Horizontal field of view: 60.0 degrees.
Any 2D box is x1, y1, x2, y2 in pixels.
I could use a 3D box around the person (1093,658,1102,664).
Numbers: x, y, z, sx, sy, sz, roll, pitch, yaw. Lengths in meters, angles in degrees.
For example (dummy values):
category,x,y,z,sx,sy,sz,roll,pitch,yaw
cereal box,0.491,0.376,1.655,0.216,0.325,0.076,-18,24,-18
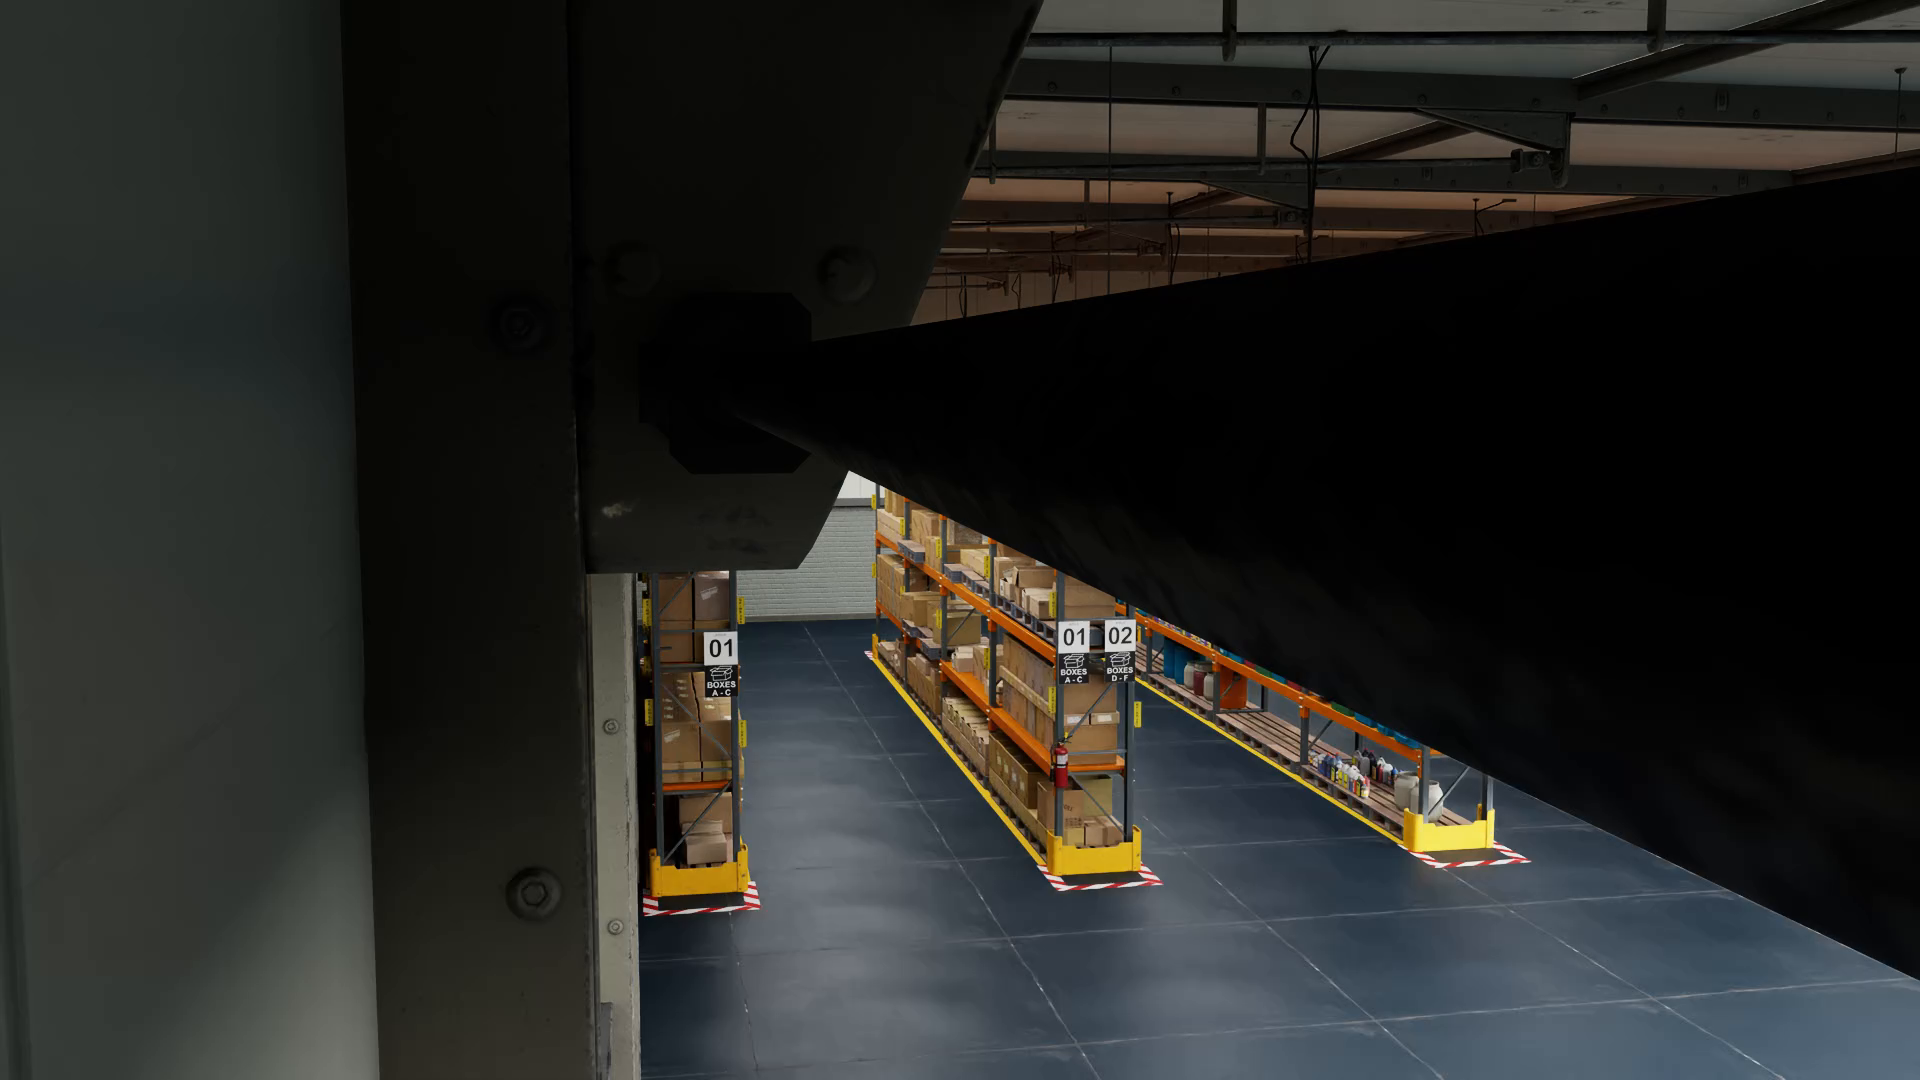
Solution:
category,x,y,z,sx,sy,sz,roll,pitch,yaw
person,2.808,2.070,33.771,0.594,1.615,0.676,-3,6,-25
